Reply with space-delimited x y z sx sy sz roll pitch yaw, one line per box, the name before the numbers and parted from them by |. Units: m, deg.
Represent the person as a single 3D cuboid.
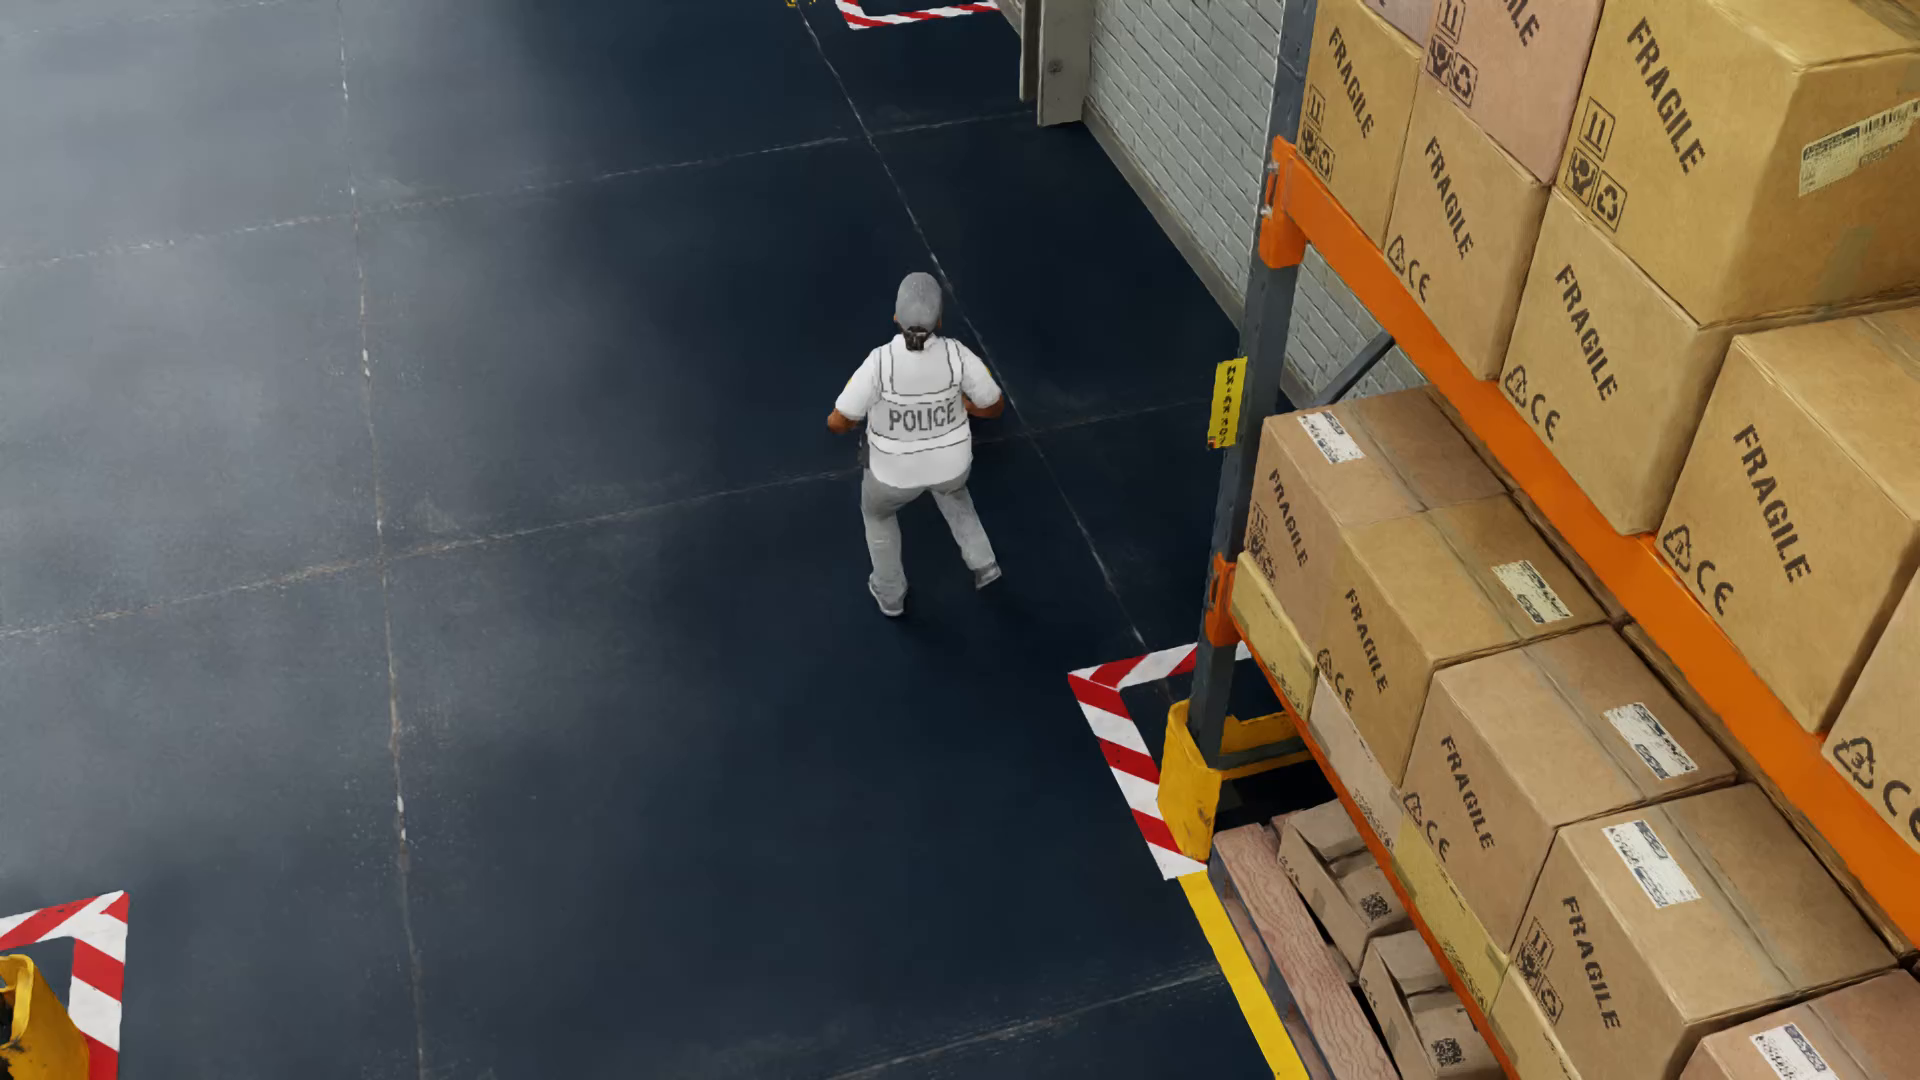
person | -0.187 -0.354 6.575 0.707 1.637 0.477 -13 44 -14
